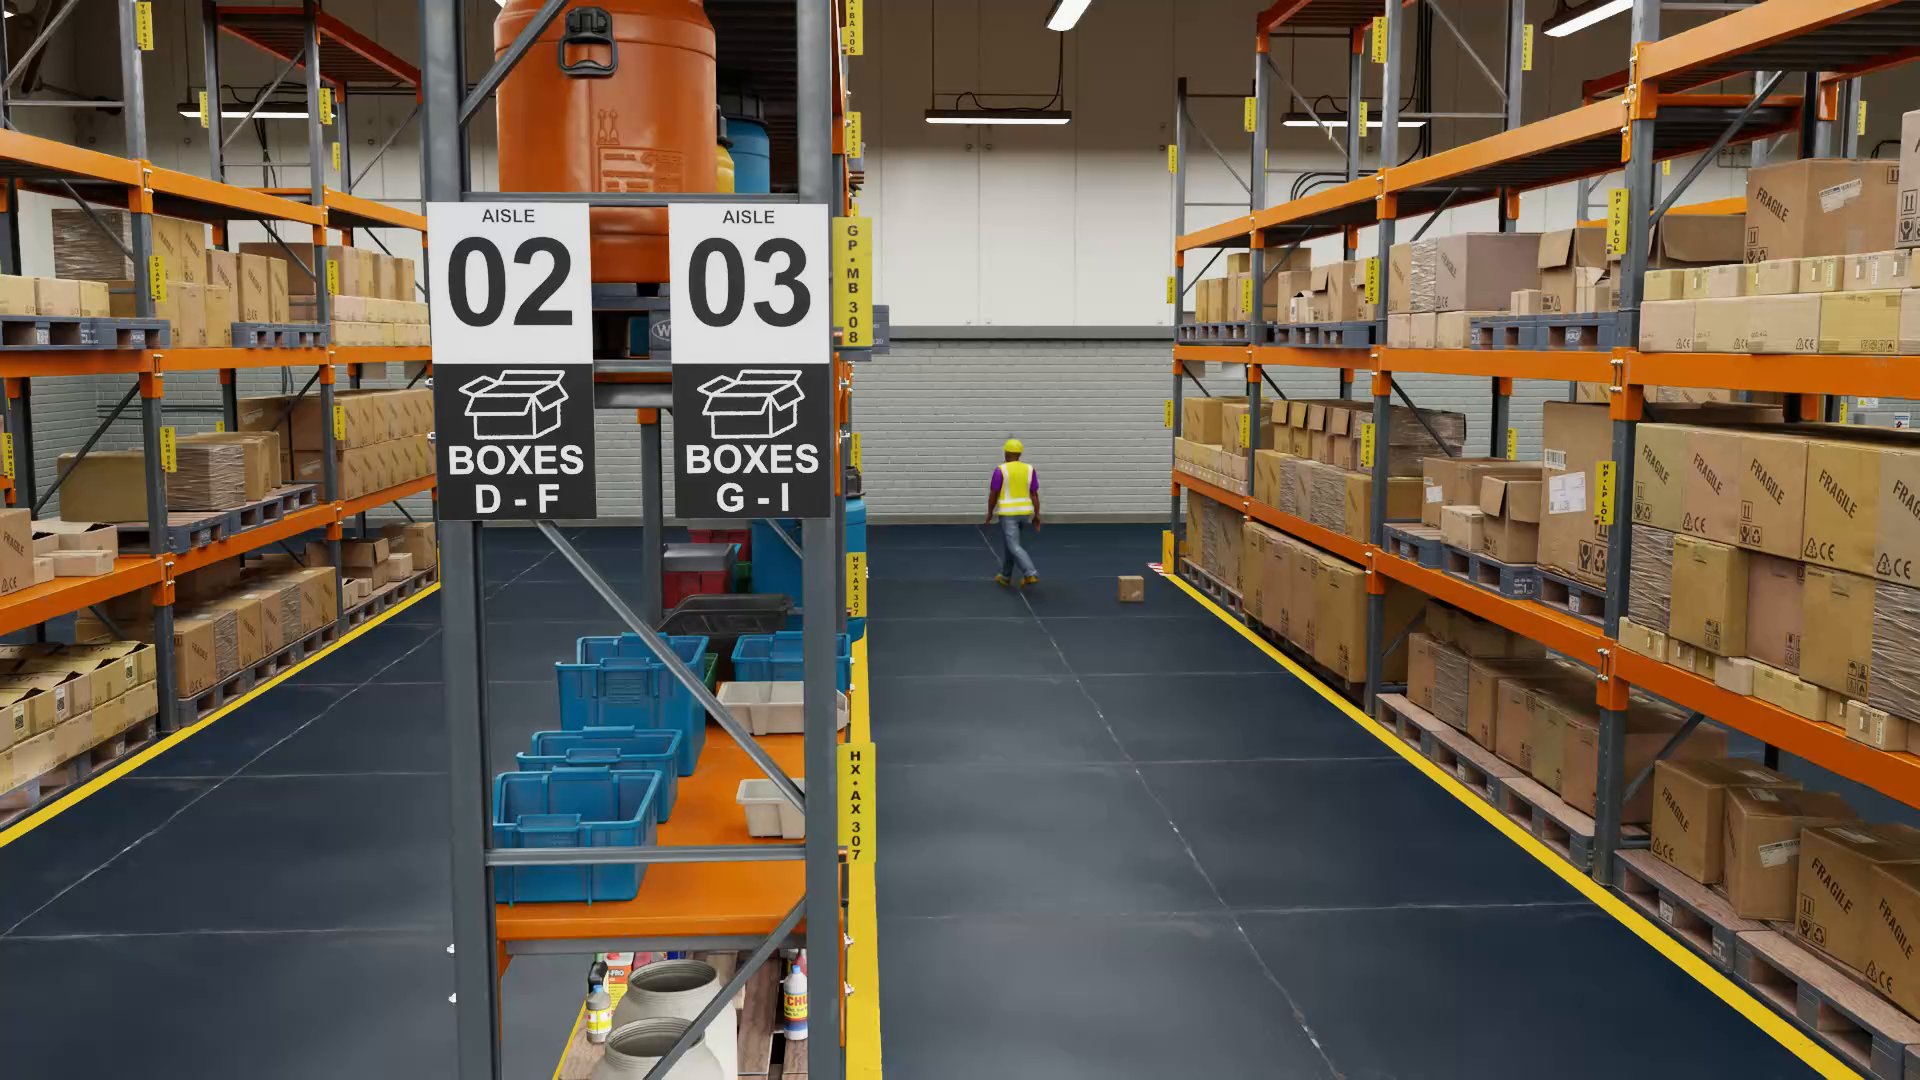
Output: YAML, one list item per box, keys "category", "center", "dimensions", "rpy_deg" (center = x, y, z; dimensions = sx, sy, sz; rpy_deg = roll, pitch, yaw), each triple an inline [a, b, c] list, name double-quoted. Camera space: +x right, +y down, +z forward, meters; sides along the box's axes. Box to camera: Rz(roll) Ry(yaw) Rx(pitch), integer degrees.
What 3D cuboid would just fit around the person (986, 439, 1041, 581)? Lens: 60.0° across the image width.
- category: "person"
  center: [0.664, -0.315, 19.096]
  dimensions: [0.595, 1.665, 0.865]
  rpy_deg: [-4, 8, -30]
